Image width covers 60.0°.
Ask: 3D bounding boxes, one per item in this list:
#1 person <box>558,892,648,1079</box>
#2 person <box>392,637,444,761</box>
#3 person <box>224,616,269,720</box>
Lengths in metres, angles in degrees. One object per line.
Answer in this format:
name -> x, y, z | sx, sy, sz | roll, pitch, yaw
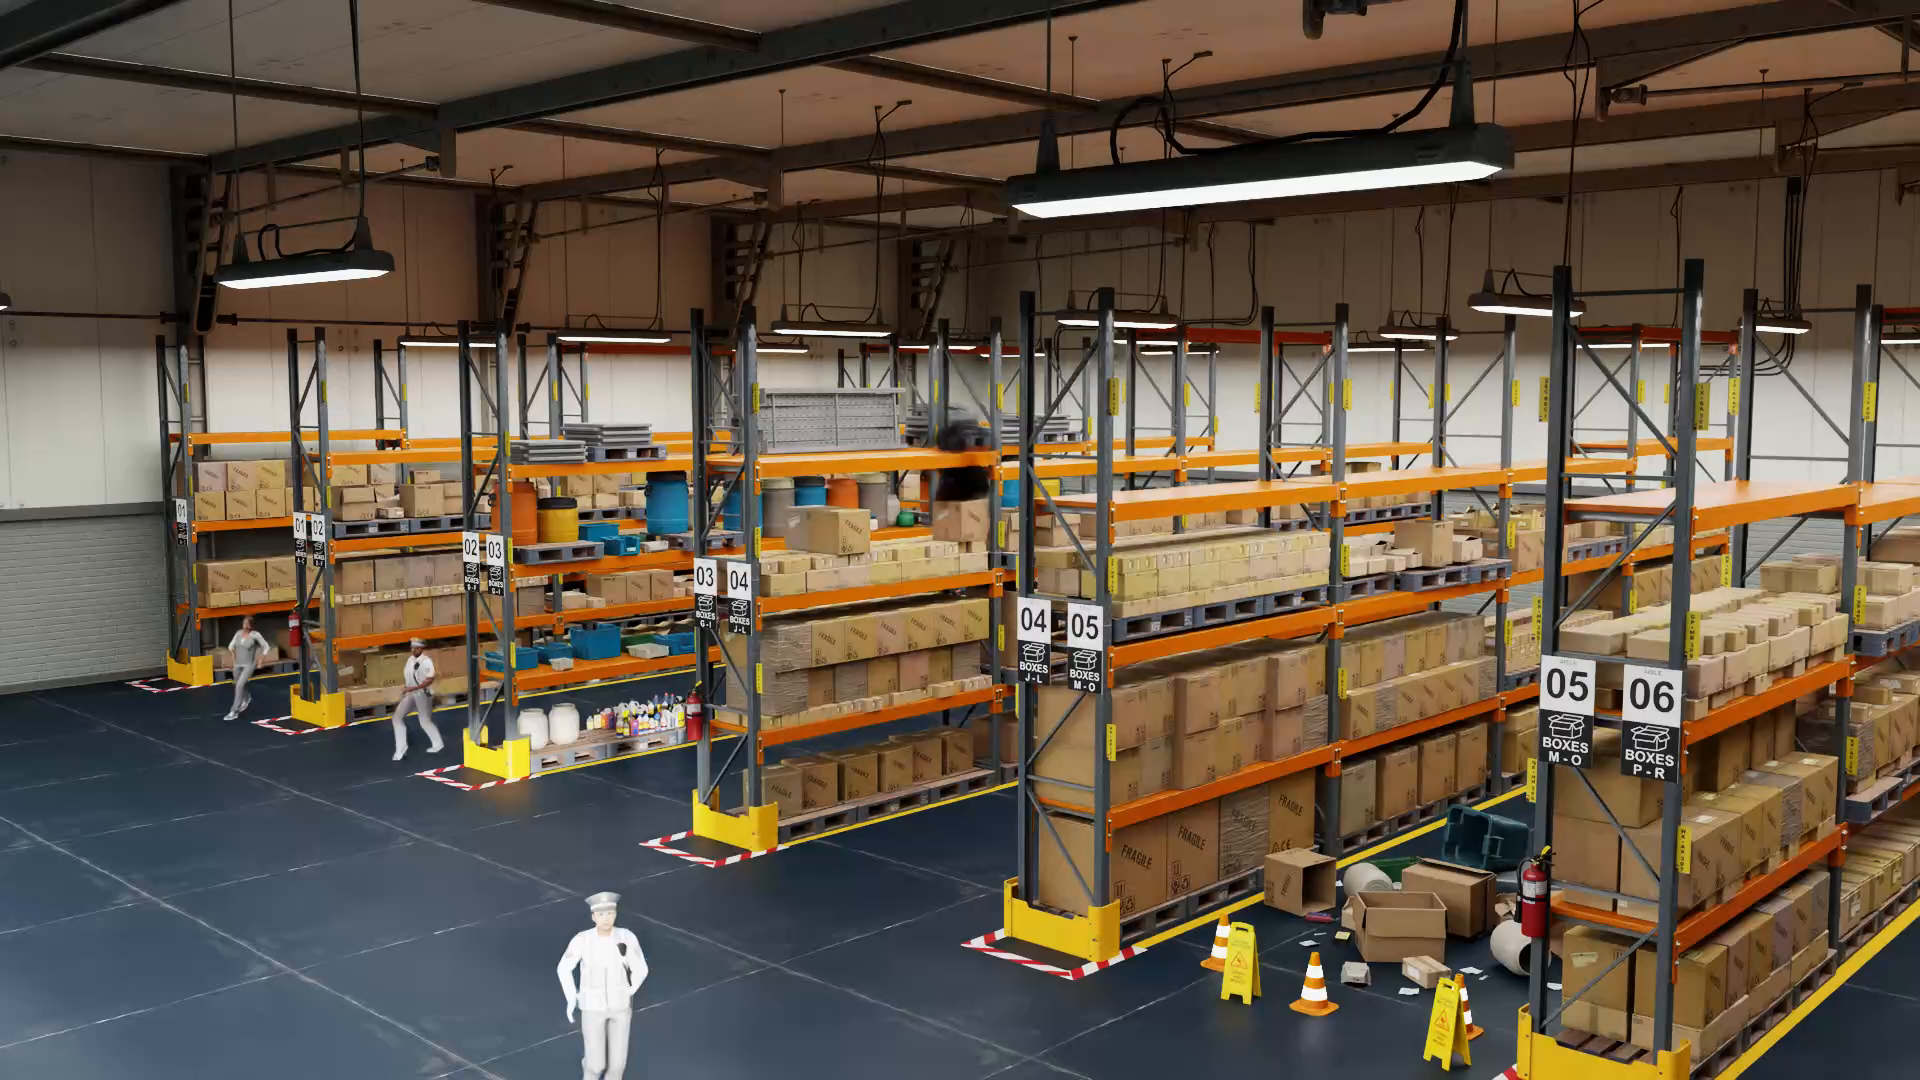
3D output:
person -> -2.474, 3.260, 11.605 | 0.614, 1.654, 0.535 | -2, 6, -18
person -> -7.471, 2.183, 22.982 | 0.581, 1.725, 0.700 | 3, 6, 31
person -> -11.014, 1.959, 25.701 | 0.605, 1.553, 0.830 | 1, 5, 6
